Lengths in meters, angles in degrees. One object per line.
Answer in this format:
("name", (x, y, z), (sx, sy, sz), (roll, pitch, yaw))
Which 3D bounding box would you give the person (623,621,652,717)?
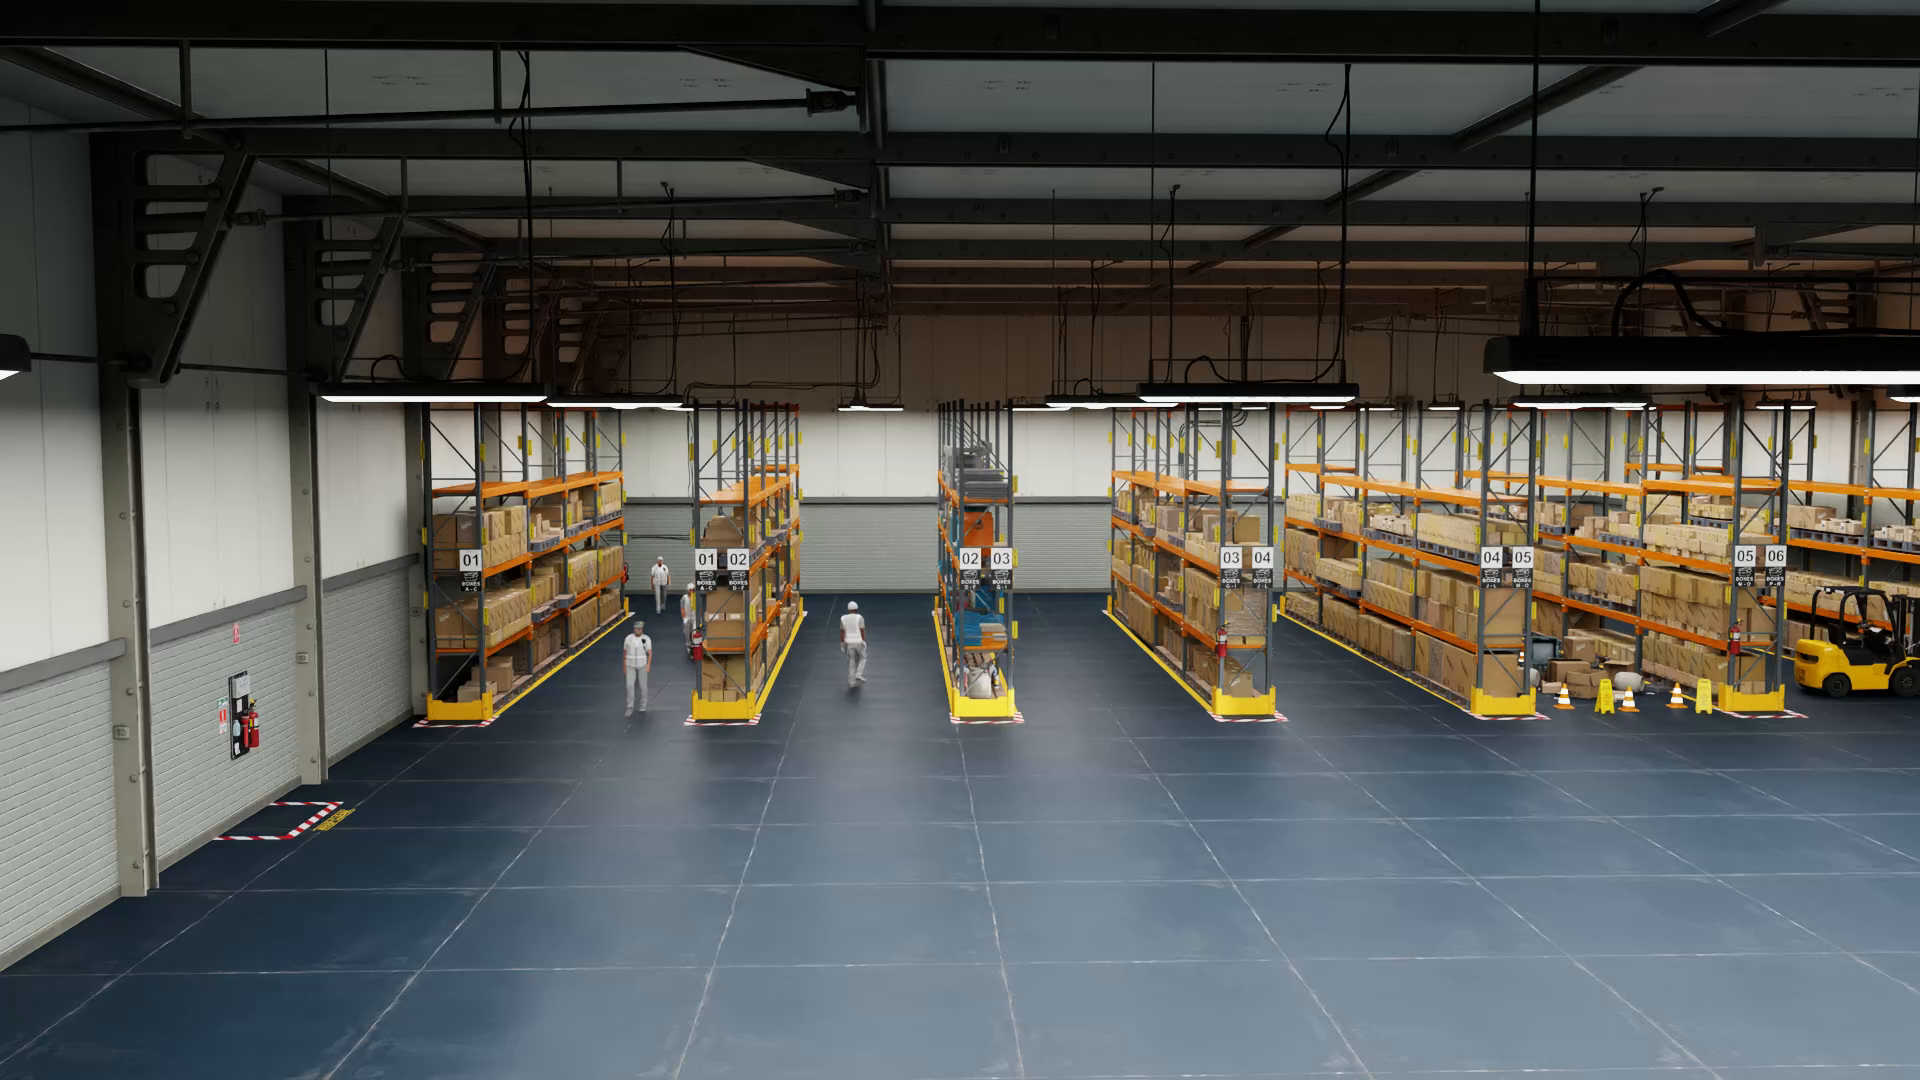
("person", (-6.173, 2.450, 31.768), (0.565, 1.767, 0.732), (-1, 4, -8))

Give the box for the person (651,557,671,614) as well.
("person", (-8.589, 1.273, 47.734), (0.544, 1.611, 1.016), (-1, 5, -17))

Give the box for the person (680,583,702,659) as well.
("person", (-6.301, 1.879, 39.025), (0.524, 1.735, 0.962), (-1, 4, -12))

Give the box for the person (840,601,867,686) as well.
("person", (-2.241, 2.179, 34.931), (0.592, 1.771, 0.496), (1, 4, 10))
